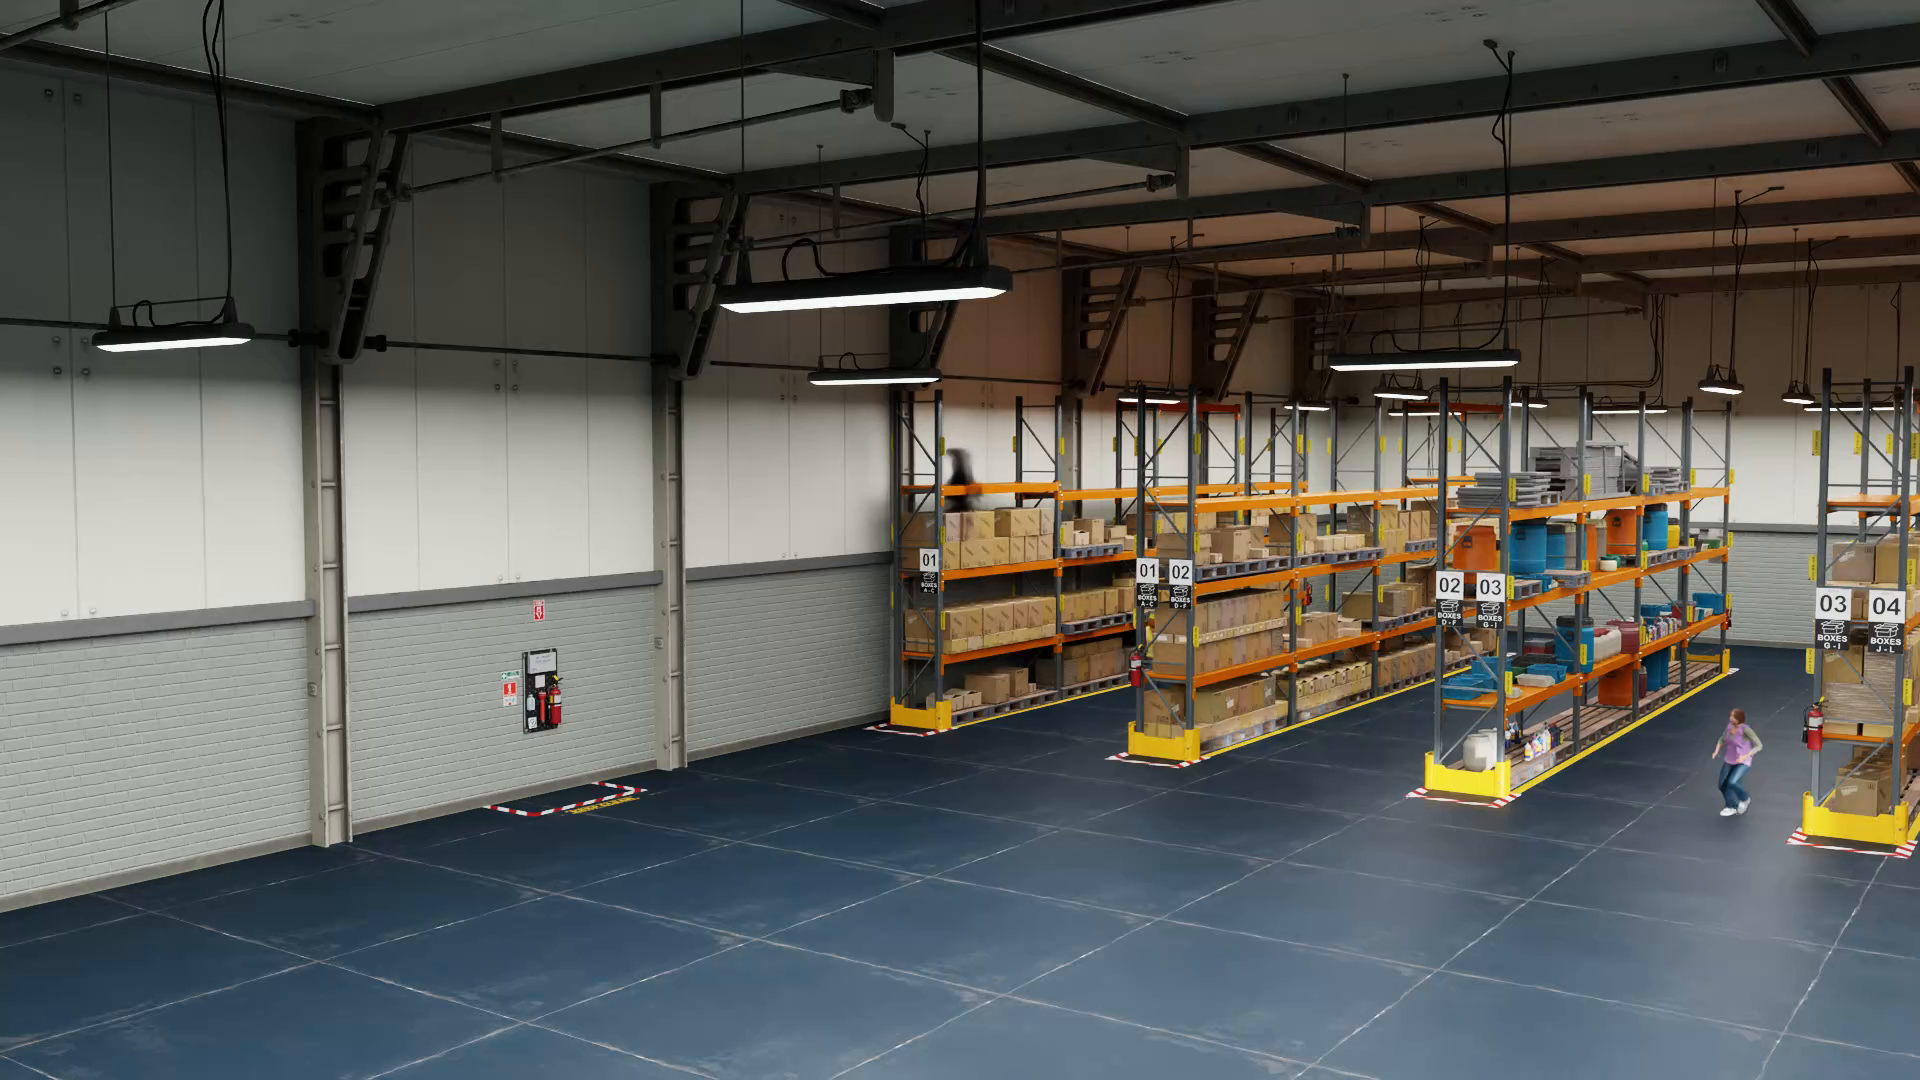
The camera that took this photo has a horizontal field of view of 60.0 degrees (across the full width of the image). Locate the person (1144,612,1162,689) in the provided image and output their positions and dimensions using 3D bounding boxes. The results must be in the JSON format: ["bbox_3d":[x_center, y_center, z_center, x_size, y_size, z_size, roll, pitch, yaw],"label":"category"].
[{"bbox_3d":[3.799,2.305,32.346,0.674,1.811,0.826,2,4,30],"label":"person"}]

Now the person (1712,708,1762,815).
[{"bbox_3d":[10.442,3.002,22.341,0.538,1.512,0.624,-2,4,-32],"label":"person"}]
